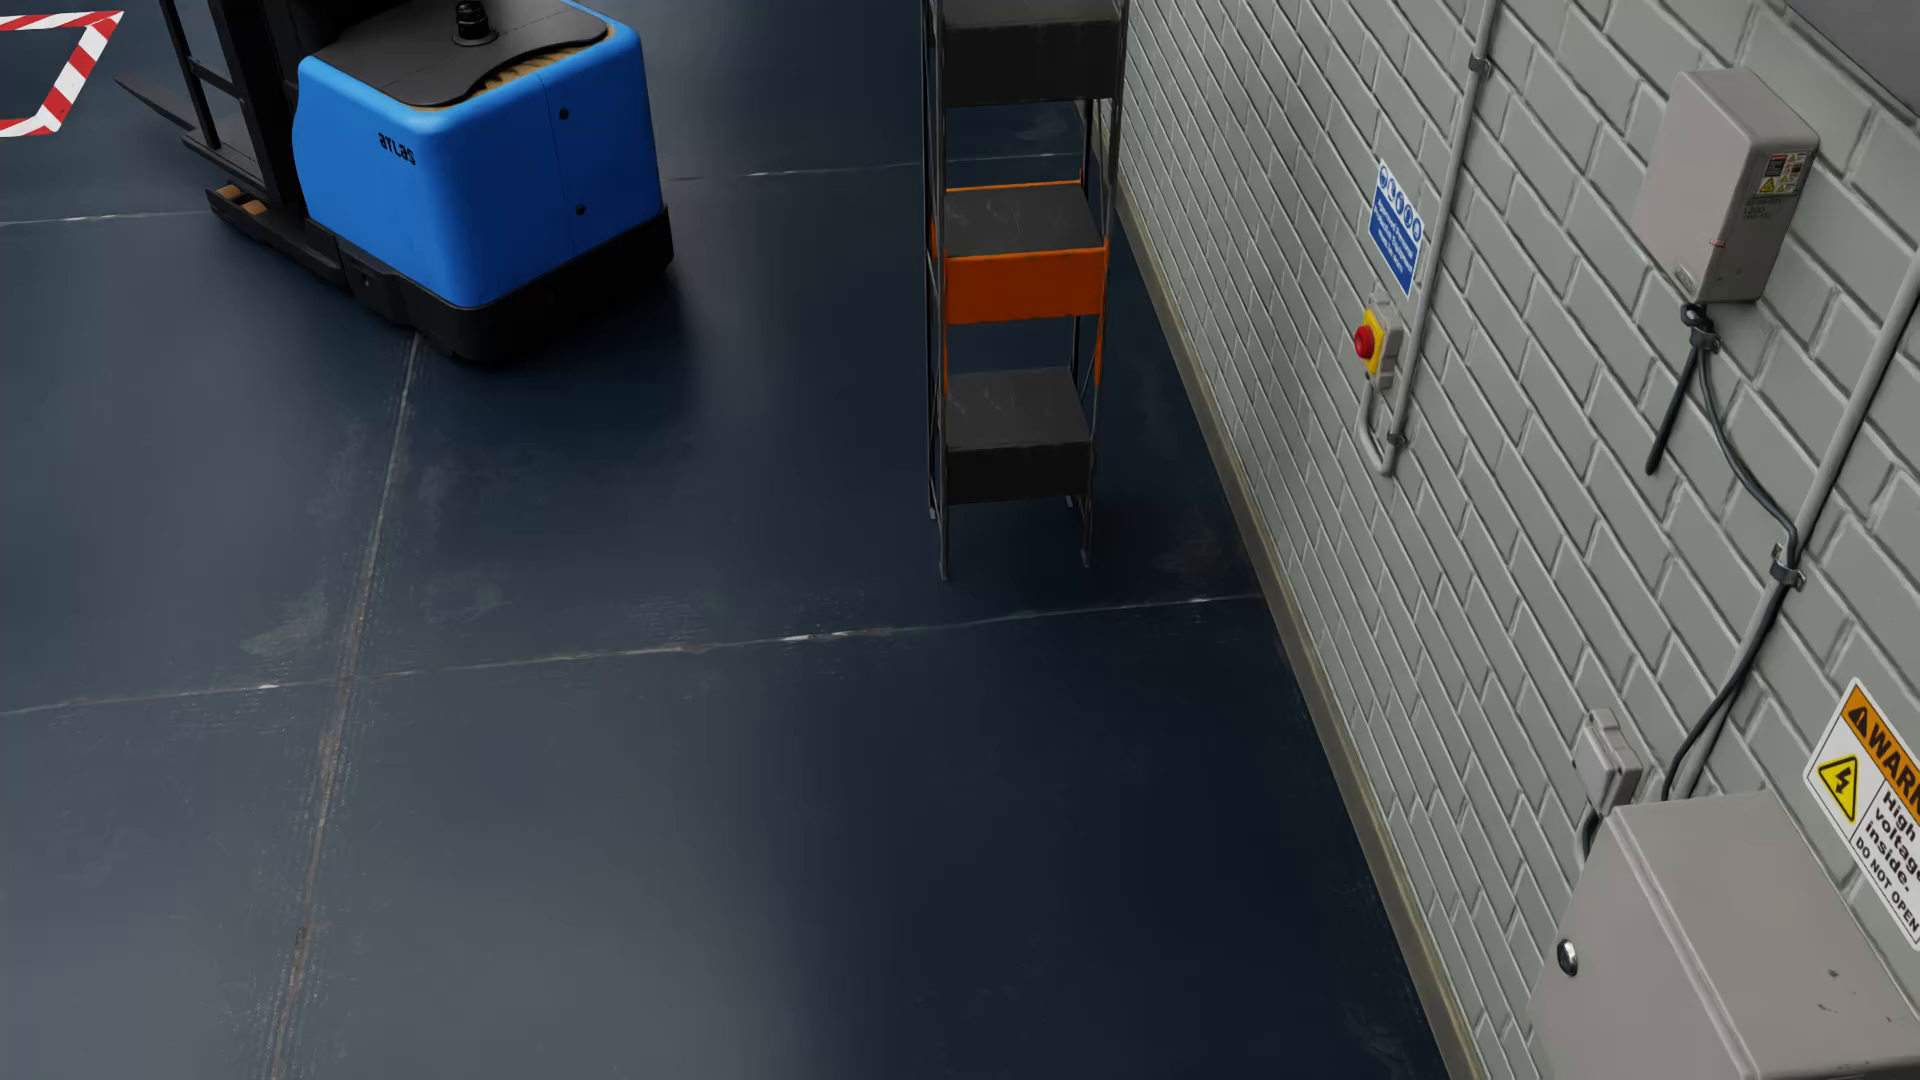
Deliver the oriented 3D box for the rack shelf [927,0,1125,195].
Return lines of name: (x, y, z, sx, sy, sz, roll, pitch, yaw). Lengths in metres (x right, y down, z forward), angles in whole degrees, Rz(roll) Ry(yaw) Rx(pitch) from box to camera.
rack shelf: (0.164, -1.304, 4.603, 0.480, 0.518, 0.431, -5, 42, -6)

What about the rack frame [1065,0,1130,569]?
rack frame: (0.406, -0.815, 5.086, 0.015, 2.100, 0.400, -5, 42, -6)

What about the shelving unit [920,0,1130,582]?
shelving unit: (0.164, -0.794, 5.063, 0.503, 2.100, 0.431, -5, 42, -6)

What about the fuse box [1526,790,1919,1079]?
fuse box: (1.166, 1.240, 3.098, 0.414, 1.711, 0.539, -5, 42, -6)

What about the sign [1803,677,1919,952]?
sign: (1.364, 0.400, 2.450, 0.001, 0.242, 0.339, -5, 42, -6)

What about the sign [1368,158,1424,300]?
sign: (1.092, -0.784, 4.178, 0.001, 0.218, 0.327, -5, 42, -6)

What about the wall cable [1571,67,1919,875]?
wall cable: (1.233, -0.083, 2.844, 0.122, 1.984, 0.588, -5, 42, -6)

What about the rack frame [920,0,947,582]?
rack frame: (-0.078, -0.773, 5.039, 0.015, 2.100, 0.400, -5, 42, -6)

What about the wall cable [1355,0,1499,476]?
wall cable: (1.038, -1.035, 3.876, 0.123, 1.953, 0.585, -5, 42, -6)

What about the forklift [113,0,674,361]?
forklift: (-2.640, -2.623, 6.470, 3.031, 2.935, 1.130, 30, 50, 29)

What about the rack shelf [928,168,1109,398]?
rack shelf: (0.164, -0.784, 5.072, 0.480, 0.518, 0.431, -5, 42, -6)

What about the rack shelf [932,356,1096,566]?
rack shelf: (0.164, -0.264, 5.541, 0.480, 0.518, 0.431, -5, 42, -6)
